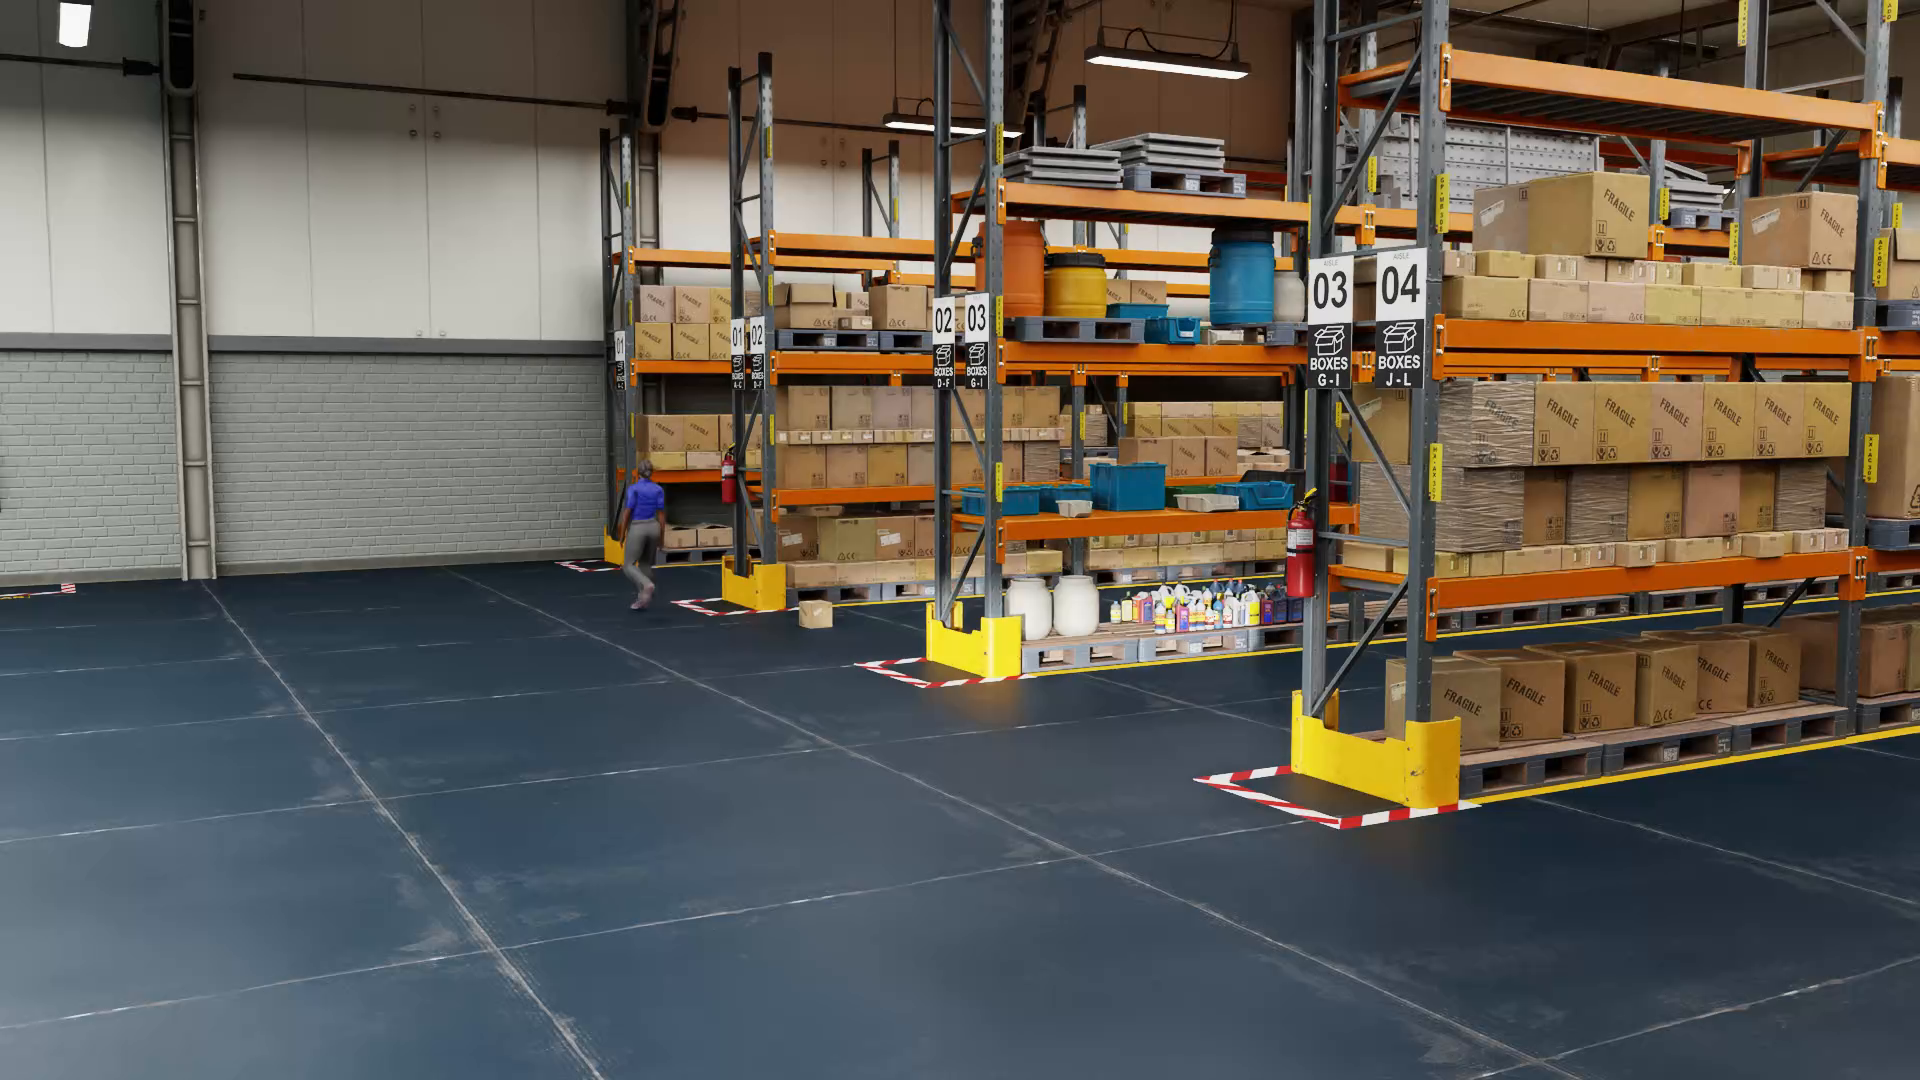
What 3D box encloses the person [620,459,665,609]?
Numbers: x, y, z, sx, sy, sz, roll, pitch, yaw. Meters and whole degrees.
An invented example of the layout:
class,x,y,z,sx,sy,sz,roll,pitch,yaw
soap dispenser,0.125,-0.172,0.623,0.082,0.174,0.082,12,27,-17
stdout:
class,x,y,z,sx,sy,sz,roll,pitch,yaw
person,-3.400,-0.038,17.950,0.481,1.627,0.677,-4,6,-37
